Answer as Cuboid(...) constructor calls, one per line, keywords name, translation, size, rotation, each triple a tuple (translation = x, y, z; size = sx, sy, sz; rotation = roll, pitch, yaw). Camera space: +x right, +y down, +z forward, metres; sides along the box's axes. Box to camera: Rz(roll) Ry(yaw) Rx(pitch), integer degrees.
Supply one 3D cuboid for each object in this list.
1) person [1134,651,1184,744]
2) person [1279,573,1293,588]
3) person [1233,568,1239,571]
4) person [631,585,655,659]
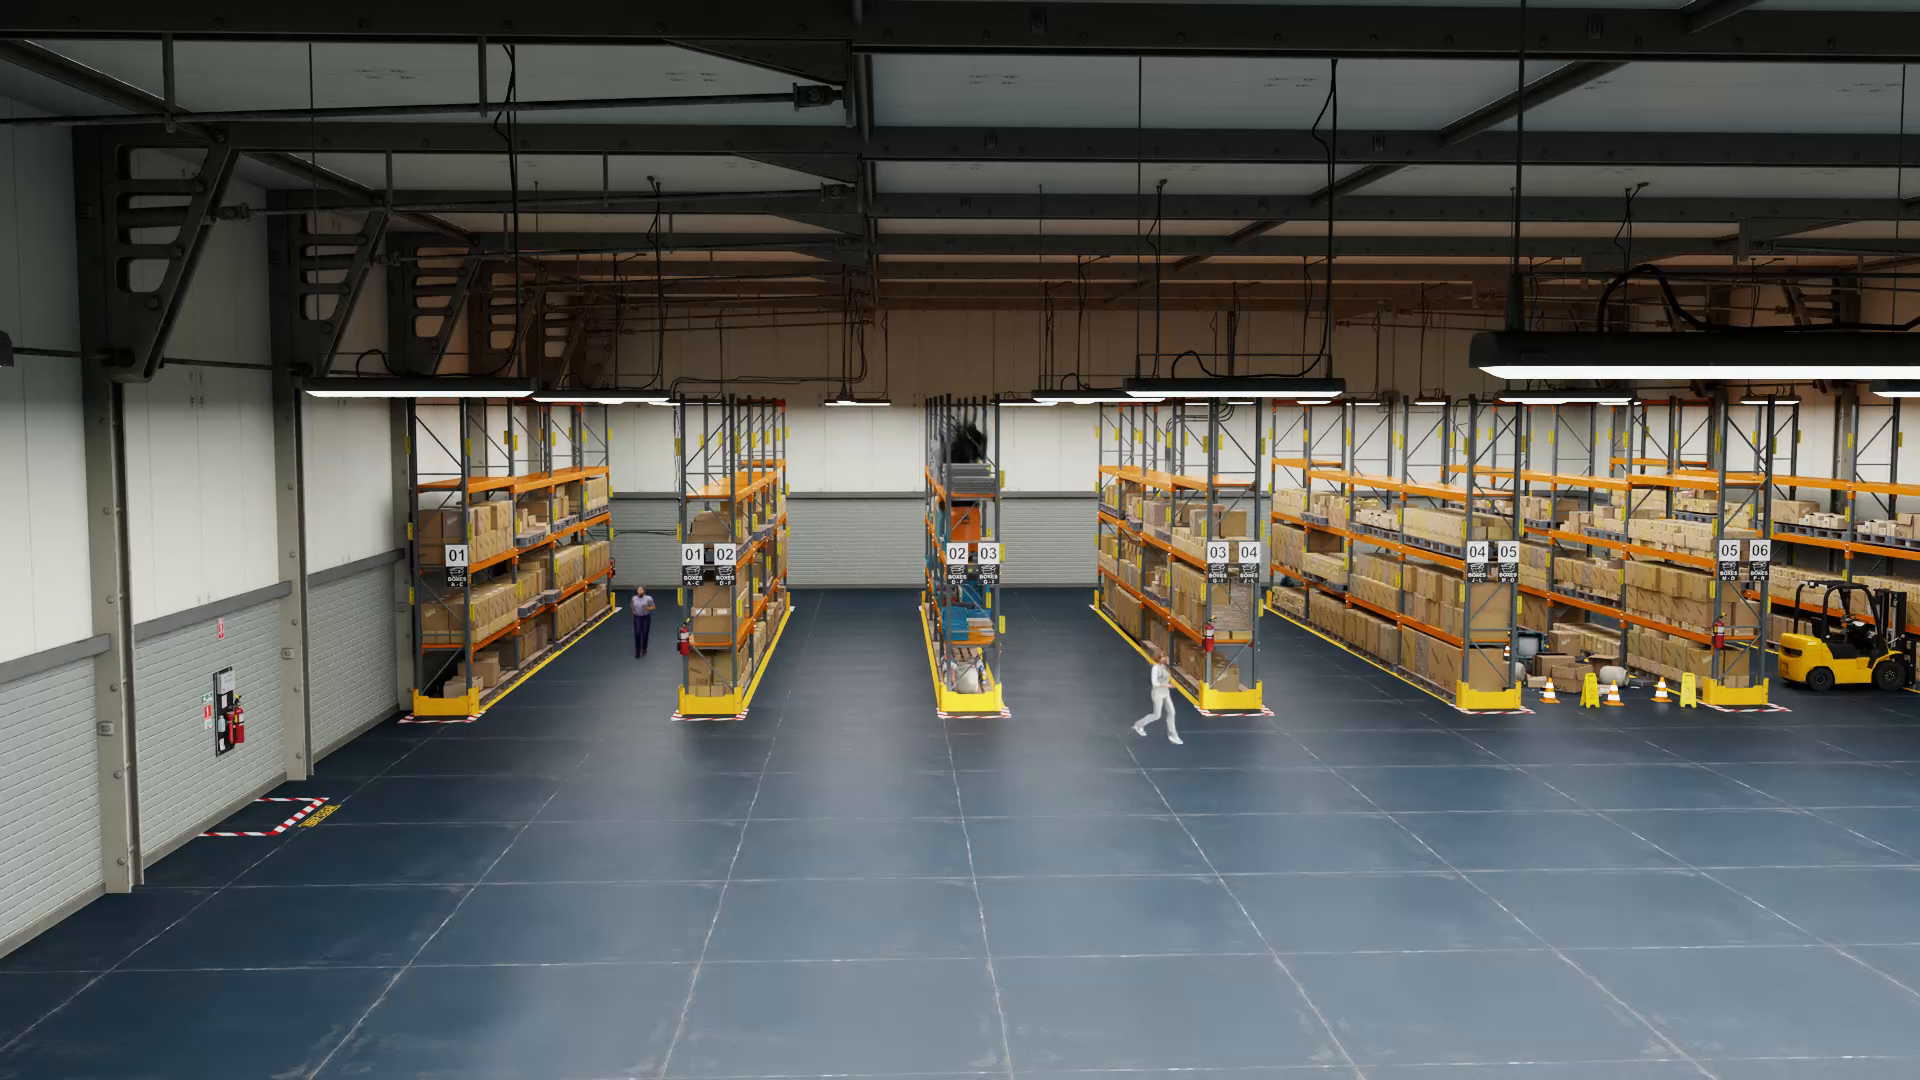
Cuboid(name="person", translation=(3.413, 2.682, 28.497), size=(0.884, 1.594, 0.553), rotation=(2, 5, 28))
Cuboid(name="person", translation=(9.683, 1.051, 49.107), size=(0.816, 1.604, 0.550), rotation=(-1, 5, -9))
Cuboid(name="person", translation=(7.650, 1.091, 47.225), size=(0.697, 1.772, 0.923), rotation=(2, 5, 21))
Cuboid(name="person", translation=(-7.307, 1.900, 38.343), size=(0.574, 1.707, 0.754), rotation=(-1, 5, -8))
